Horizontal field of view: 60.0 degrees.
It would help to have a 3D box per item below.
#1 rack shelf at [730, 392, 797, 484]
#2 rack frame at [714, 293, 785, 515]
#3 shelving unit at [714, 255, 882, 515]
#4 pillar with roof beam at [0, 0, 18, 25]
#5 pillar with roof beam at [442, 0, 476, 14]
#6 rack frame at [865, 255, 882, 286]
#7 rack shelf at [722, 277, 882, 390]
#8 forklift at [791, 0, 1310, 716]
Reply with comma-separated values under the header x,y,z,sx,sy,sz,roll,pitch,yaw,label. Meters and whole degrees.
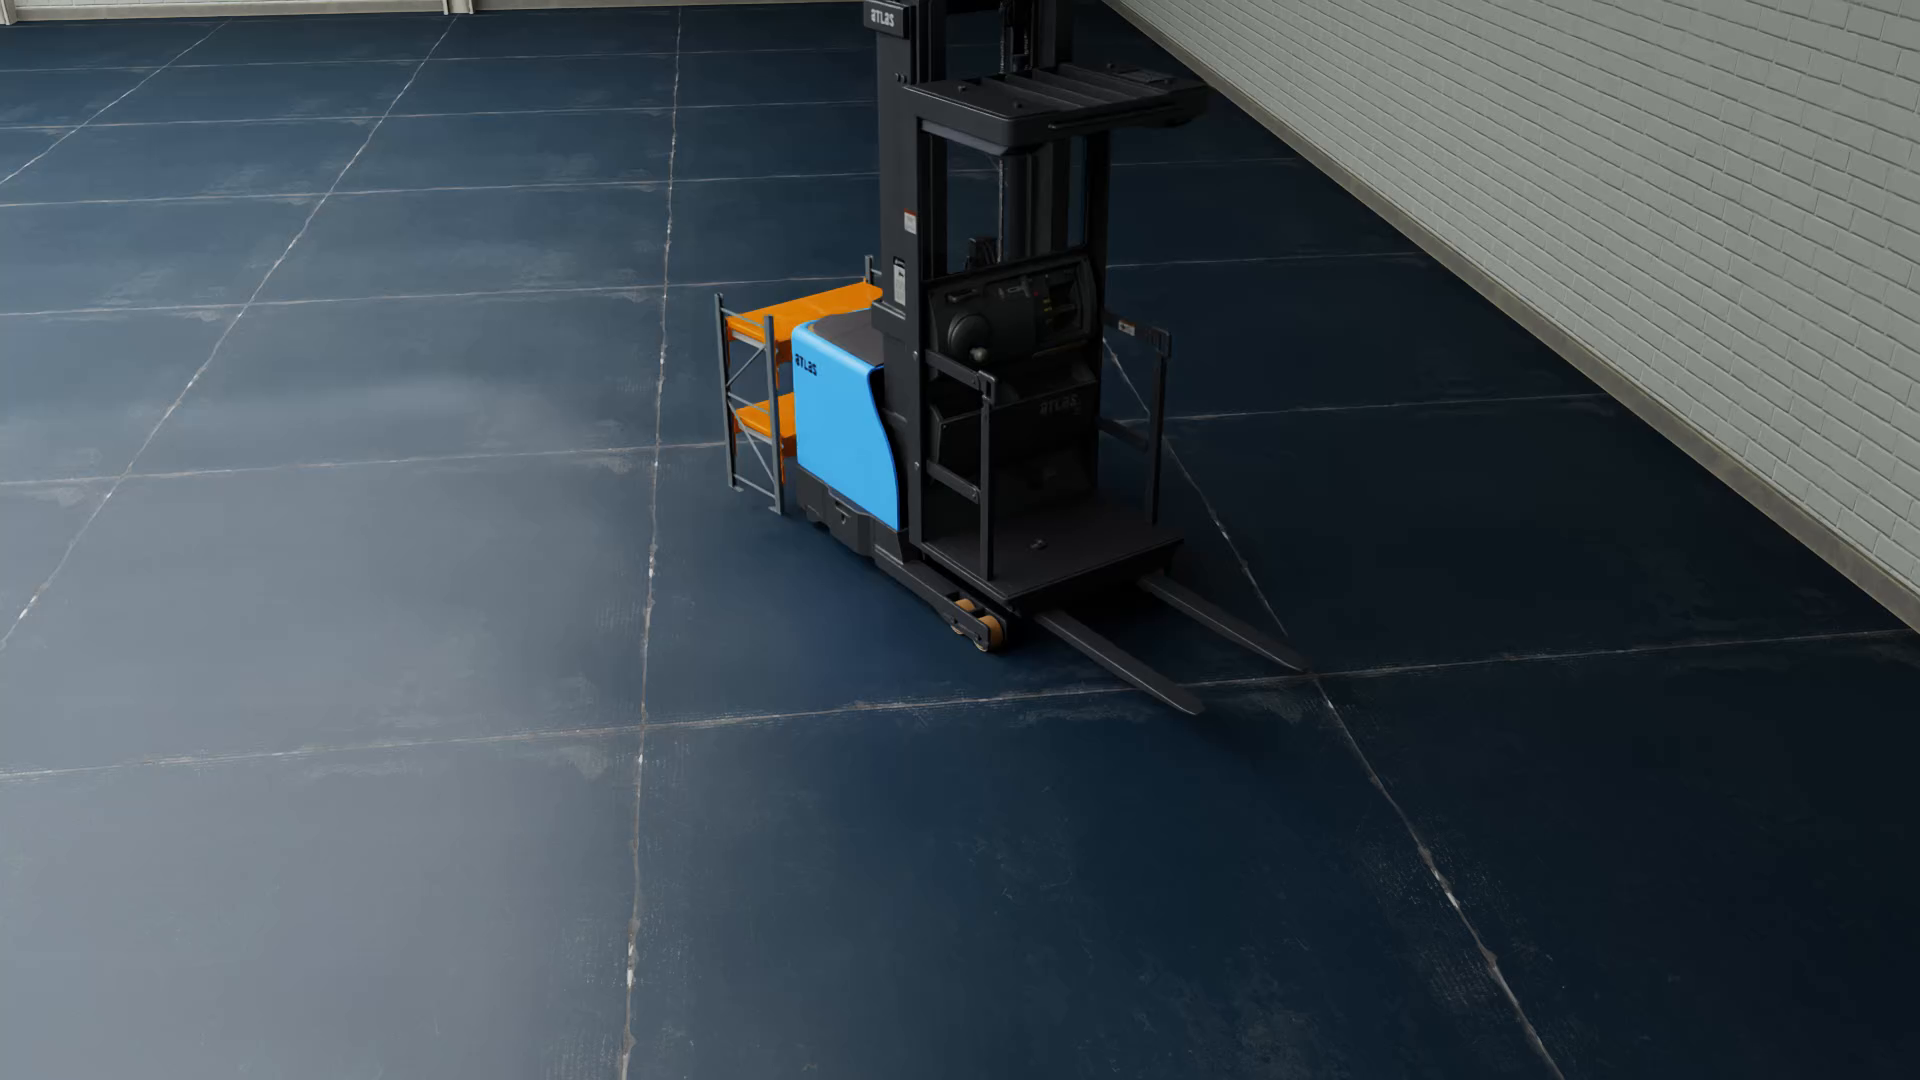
x,y,z,sx,sy,sz,roll,pitch,yaw,label
-0.743,-0.661,9.335,1.000,0.278,0.538,-22,34,-36,rack shelf
-1.128,-0.727,8.929,0.032,1.125,0.500,-22,34,-36,rack frame
-0.744,-0.880,9.225,1.048,1.125,0.538,-22,34,-36,shelving unit
-12.237,-8.961,16.357,0.400,9.000,9.100,-4,27,-7,pillar with roof beam
-6.296,-9.343,17.101,0.400,9.000,9.100,-4,27,-7,pillar with roof beam
-0.361,-1.032,9.522,0.032,1.125,0.500,-22,34,-36,rack frame
-0.746,-1.141,9.094,1.000,0.278,0.538,-22,34,-36,rack shelf
0.373,-1.036,7.558,1.130,2.935,3.031,-18,32,-31,forklift
